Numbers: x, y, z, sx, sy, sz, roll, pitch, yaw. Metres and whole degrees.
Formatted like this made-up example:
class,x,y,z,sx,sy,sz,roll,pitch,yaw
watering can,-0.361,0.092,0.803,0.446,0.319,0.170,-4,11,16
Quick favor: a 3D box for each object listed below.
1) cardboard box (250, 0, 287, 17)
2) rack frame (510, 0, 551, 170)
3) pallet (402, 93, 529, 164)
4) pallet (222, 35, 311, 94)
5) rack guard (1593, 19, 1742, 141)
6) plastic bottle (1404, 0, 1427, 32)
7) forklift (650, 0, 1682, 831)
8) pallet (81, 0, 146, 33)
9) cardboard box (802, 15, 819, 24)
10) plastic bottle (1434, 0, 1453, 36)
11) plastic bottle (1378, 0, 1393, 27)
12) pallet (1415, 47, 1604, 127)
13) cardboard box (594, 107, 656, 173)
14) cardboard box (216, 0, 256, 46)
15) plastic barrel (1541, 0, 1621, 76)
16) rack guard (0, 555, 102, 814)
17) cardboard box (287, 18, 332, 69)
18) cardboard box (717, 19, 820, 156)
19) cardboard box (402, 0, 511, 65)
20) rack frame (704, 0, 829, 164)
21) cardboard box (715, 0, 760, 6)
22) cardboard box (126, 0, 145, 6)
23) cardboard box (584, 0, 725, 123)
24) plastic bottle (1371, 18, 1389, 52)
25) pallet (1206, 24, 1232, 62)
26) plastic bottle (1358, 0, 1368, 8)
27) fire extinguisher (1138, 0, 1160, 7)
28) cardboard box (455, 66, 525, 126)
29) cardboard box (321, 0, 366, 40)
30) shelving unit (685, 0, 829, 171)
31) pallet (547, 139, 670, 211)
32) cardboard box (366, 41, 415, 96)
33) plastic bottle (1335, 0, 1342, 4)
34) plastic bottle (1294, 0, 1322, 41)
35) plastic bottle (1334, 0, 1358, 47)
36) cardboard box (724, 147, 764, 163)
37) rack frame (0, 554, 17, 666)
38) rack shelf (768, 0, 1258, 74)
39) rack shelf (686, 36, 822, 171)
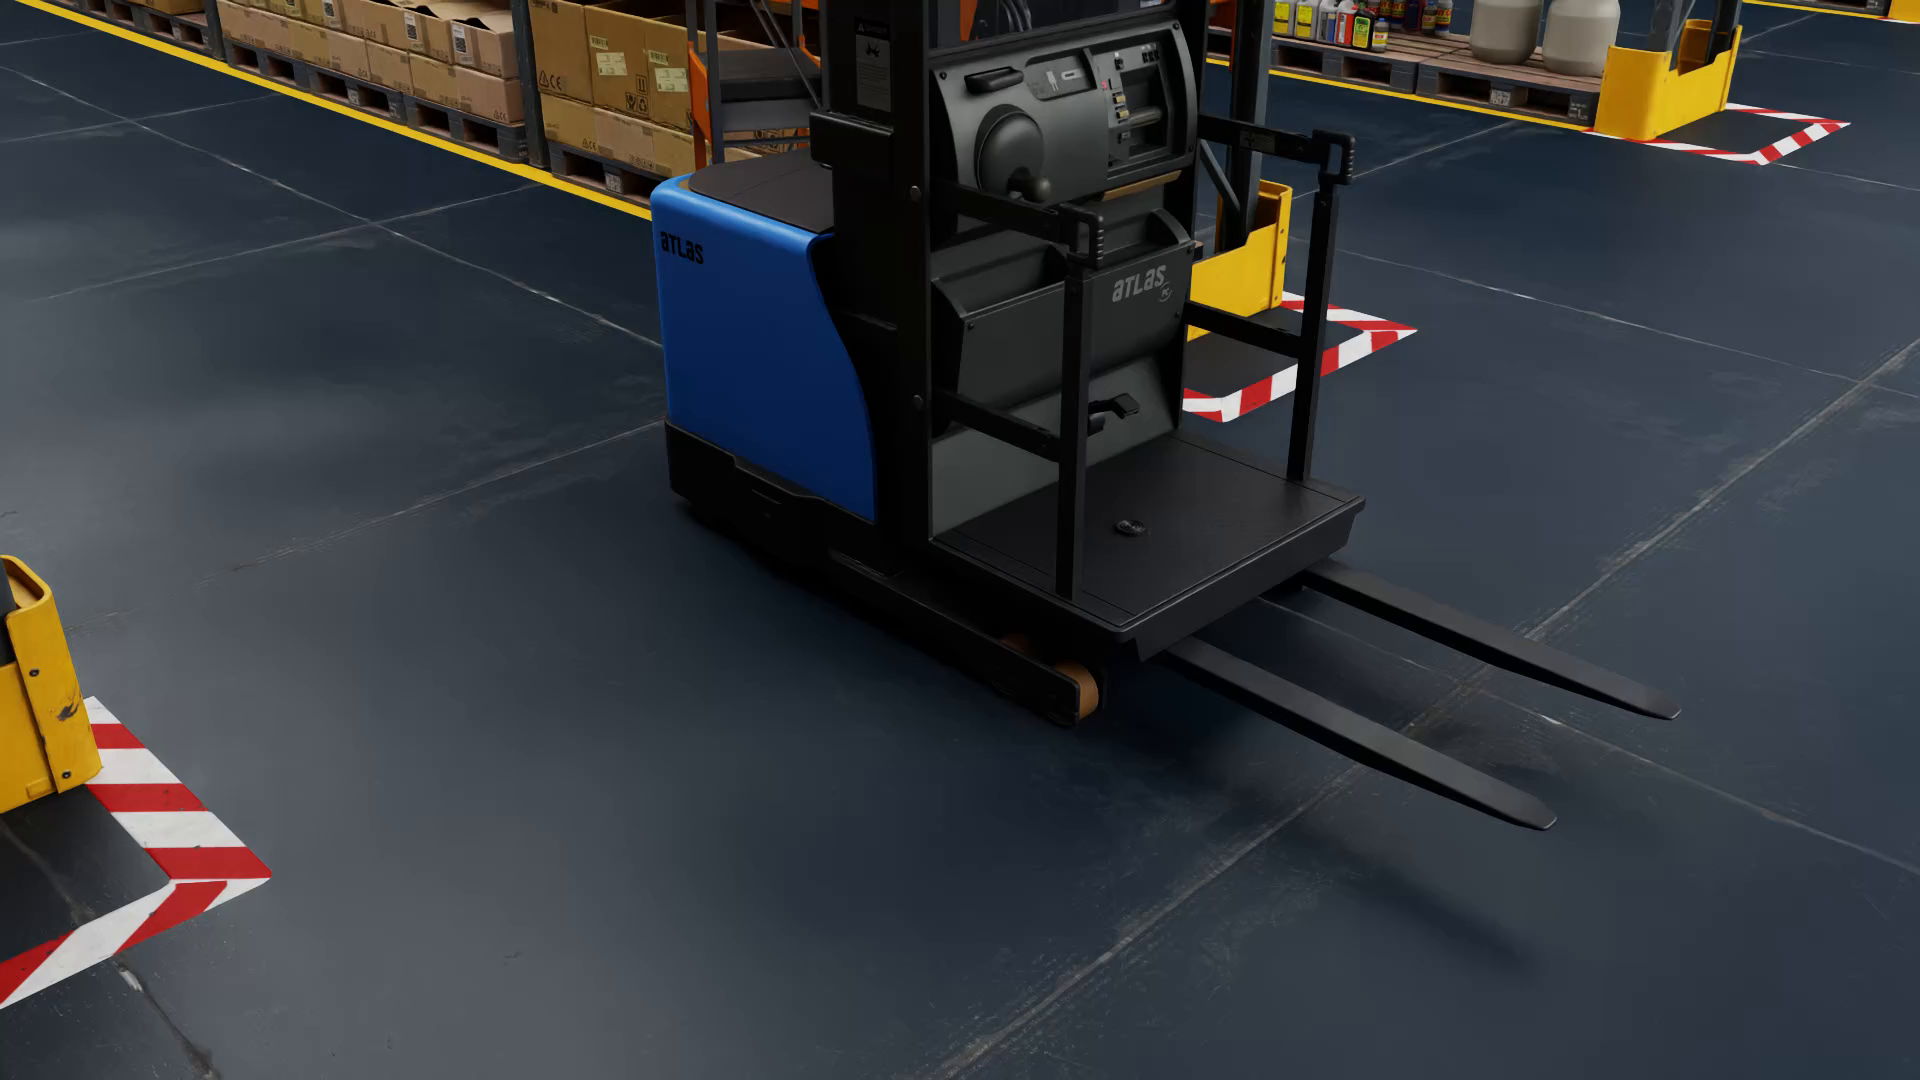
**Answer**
class,x,y,z,sx,sy,sz,roll,pitch,yaw
cardboard box,-4.284,-3.622,10.815,0.500,0.311,0.500,24,36,37
rack frame,-1.980,-3.536,8.753,0.127,3.000,1.000,25,36,38
pallet,-2.533,-2.530,9.834,1.213,0.211,1.003,25,36,38
pallet,-4.273,-3.326,11.348,1.213,0.211,1.003,25,36,38
rack guard,4.260,-2.777,9.994,0.348,0.500,1.175,25,36,38
plastic bottle,3.125,-3.641,11.398,0.061,0.283,0.133,-25,36,-38
forklift,0.441,-1.087,4.169,1.130,2.935,3.031,-24,36,-38
pallet,-6.204,-4.262,13.128,1.213,0.211,1.003,25,36,38
cardboard box,-0.422,-2.271,8.044,0.500,0.500,0.500,25,36,38
plastic bottle,3.273,-3.556,11.249,0.097,0.271,0.097,0,28,0
plastic bottle,2.958,-3.701,11.523,0.097,0.271,0.097,0,28,0
pallet,3.685,-2.916,10.568,1.213,0.211,1.003,25,36,38
cardboard box,-1.509,-2.089,8.502,0.500,0.250,0.500,25,36,38
cardboard box,-4.665,-3.542,11.267,0.500,0.250,0.500,24,36,38
plastic barrel,3.825,-3.148,10.236,0.421,0.512,0.421,0,28,0
rack guard,-2.652,0.495,3.771,0.348,0.500,1.175,25,36,38
cardboard box,-3.931,-3.211,10.636,0.500,0.250,0.500,23,36,37
cardboard box,-0.798,-2.093,7.705,0.500,0.500,0.500,25,36,38
cardboard box,-2.845,-2.958,9.553,0.500,0.311,0.500,-24,36,-38
rack frame,-0.613,-1.309,5.480,0.400,2.100,0.015,-7,29,-14
cardboard box,-1.148,-2.591,8.653,0.500,0.500,0.500,25,36,38
cardboard box,-6.033,-4.326,12.468,0.500,0.500,0.500,23,35,37
cardboard box,-1.507,-2.421,8.330,0.500,0.500,0.500,25,36,38
plastic bottle,2.731,-3.284,10.806,0.097,0.201,0.097,0,28,0
pallet,1.945,-3.712,12.082,1.213,0.211,1.003,25,36,38
plastic bottle,2.813,-3.767,11.649,0.097,0.271,0.097,0,28,0
fire extinguisher,0.631,-2.004,5.922,0.183,0.674,0.296,25,36,38
cardboard box,-2.479,-2.544,9.369,0.500,0.250,0.500,24,36,38
cardboard box,-3.555,-3.287,10.179,0.500,0.311,0.500,24,36,38
shelving unit,-0.680,-1.418,5.688,0.431,2.100,0.503,-7,29,-14
pallet,-1.442,-2.029,8.882,1.213,0.211,1.003,25,36,38
cardboard box,-3.204,-2.877,10.001,0.500,0.250,0.500,-24,36,-38
plastic bottle,2.637,-3.831,11.767,0.152,0.276,0.135,-25,36,-38
plastic bottle,2.350,-3.539,11.131,0.144,0.351,0.185,-24,36,-37
plastic bottle,2.570,-3.408,10.962,0.135,0.276,0.152,25,37,39
cardboard box,-0.795,-1.763,7.882,0.500,0.250,0.500,25,36,38
rack frame,-2.598,-0.586,3.142,0.127,3.000,1.000,25,36,38
rack shelf,-0.554,-2.565,7.679,4.000,0.370,1.077,25,36,38
rack shelf,-0.680,-1.406,5.694,0.431,0.518,0.480,-7,29,-14
